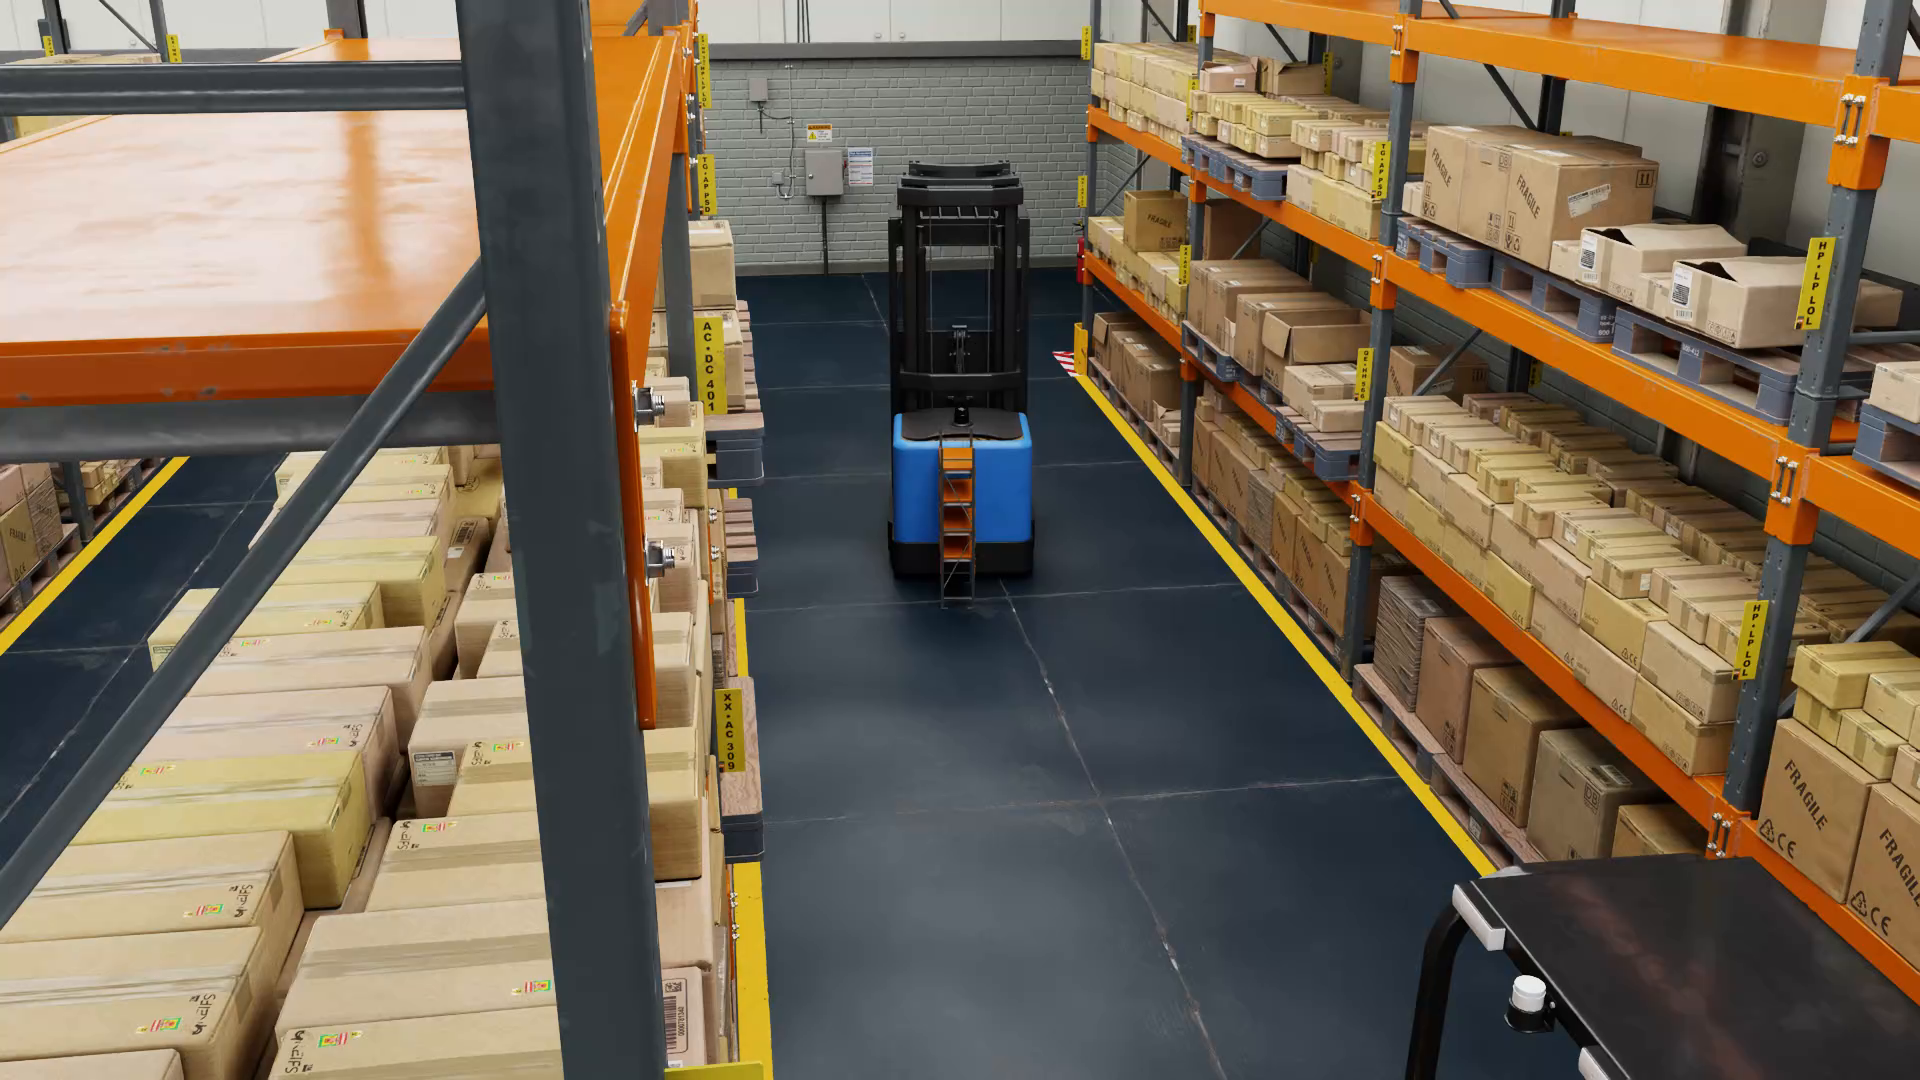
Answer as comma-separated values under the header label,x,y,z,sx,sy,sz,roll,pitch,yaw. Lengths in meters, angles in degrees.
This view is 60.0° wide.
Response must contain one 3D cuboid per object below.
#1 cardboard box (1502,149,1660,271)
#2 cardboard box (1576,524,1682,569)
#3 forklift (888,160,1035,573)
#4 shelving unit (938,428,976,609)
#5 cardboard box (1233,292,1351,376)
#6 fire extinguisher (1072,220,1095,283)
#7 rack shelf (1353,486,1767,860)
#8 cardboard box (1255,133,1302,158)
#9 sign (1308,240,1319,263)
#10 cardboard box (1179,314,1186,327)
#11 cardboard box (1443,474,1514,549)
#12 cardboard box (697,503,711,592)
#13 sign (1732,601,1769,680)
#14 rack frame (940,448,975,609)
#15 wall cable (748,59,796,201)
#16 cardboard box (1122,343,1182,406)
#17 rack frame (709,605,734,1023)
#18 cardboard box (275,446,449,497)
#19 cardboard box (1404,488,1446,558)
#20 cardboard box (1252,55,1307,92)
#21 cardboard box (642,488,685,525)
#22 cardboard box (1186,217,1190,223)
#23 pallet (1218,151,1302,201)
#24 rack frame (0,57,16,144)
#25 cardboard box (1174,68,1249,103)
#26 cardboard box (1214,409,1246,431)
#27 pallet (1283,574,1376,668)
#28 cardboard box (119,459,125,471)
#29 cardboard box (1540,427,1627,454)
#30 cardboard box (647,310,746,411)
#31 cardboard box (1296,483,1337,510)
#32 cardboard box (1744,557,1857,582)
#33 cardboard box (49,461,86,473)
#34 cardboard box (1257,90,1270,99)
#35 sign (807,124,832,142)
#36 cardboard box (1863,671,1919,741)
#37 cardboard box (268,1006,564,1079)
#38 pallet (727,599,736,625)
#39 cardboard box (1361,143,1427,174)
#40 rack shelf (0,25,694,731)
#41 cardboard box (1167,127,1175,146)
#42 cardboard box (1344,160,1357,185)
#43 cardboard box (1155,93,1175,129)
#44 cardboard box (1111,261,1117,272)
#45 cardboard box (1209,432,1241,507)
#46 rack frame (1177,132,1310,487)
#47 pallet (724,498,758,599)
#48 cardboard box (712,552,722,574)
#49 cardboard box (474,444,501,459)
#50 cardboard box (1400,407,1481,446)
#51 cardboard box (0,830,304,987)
label,x,y,z,sx,sy,sz,roll,pitch,yaw
cardboard box,2.993,-1.606,8.055,0.500,0.500,0.500,-2,21,-6
cardboard box,3.108,0.048,7.732,0.380,0.149,0.250,-3,21,-9
forklift,-0.016,-1.592,13.289,1.130,2.935,3.031,-1,20,-1
shelving unit,-0.022,-0.156,11.920,0.258,1.200,0.503,-1,20,-1
cardboard box,2.443,-1.524,12.267,0.700,0.500,0.500,-3,21,-8
fire extinguisher,1.351,-3.112,17.905,0.296,0.674,0.183,-3,21,-8
rack shelf,3.271,0.504,8.608,1.077,0.370,4.000,-3,21,-8
cardboard box,2.303,-2.787,11.720,0.380,0.149,0.250,-2,21,-7
sign,2.955,-2.482,13.920,0.100,0.325,0.005,-3,21,-8
cardboard box,2.111,-1.890,14.349,0.380,0.149,0.250,-3,21,-7
cardboard box,2.934,-0.168,8.878,0.500,0.250,0.500,-3,21,-9
cardboard box,-0.948,-0.049,4.562,0.500,0.250,0.500,-3,21,-9
sign,3.024,0.385,6.357,0.100,0.325,0.005,-3,21,-8
rack frame,-0.016,-0.071,11.692,0.240,1.200,0.015,-1,20,-1
wall cable,-2.516,-5.546,22.327,0.588,1.984,0.122,-3,21,-8
cardboard box,1.886,-1.618,16.235,0.500,0.500,0.500,-3,21,-7
rack frame,-1.352,1.111,5.954,1.000,3.000,0.127,-3,21,-8
cardboard box,-1.522,-0.152,4.267,0.380,0.149,0.250,-3,21,-8
cardboard box,2.873,-0.115,9.451,0.500,0.250,0.500,-3,21,-9
cardboard box,2.518,-3.672,13.073,0.396,0.266,0.258,-3,21,-9
cardboard box,-0.836,-0.005,3.876,0.380,0.149,0.250,-3,21,-7
cardboard box,2.159,-3.219,17.336,0.500,0.250,0.500,-2,21,-6
pallet,2.584,-2.639,11.977,1.213,0.211,1.003,-3,21,-8
rack frame,-7.389,-4.184,11.558,1.000,3.000,0.127,-3,21,-8
cardboard box,2.095,-3.781,13.841,0.500,0.250,0.500,-3,21,-8
cardboard box,2.311,-1.010,13.680,0.380,0.149,0.250,-3,21,-9
pallet,2.913,0.520,11.521,1.003,0.211,1.213,-3,21,-8
cardboard box,-7.335,-0.639,14.113,0.380,0.149,0.250,-3,21,-9
cardboard box,3.460,-0.515,9.237,0.380,0.149,0.250,-3,21,-9
cardboard box,-1.039,-0.643,5.978,0.500,0.250,0.500,-3,21,-9
cardboard box,2.604,-0.293,11.760,0.380,0.149,0.250,-2,21,-6
cardboard box,3.699,0.194,7.339,0.380,0.149,0.250,-3,21,-8
cardboard box,-7.233,-0.644,13.277,0.380,0.149,0.250,-2,21,-6
cardboard box,2.565,-3.483,13.158,0.380,0.149,0.250,-3,21,-9
sign,-1.902,-5.506,22.491,0.339,0.242,0.001,-3,21,-8
cardboard box,3.457,0.580,5.881,0.380,0.149,0.250,-3,21,-7
cardboard box,-0.624,0.702,1.983,0.380,0.149,0.250,-3,21,-8
pallet,-2.140,0.334,12.020,1.003,0.211,1.213,-3,21,-8
cardboard box,2.641,-2.291,9.994,0.380,0.149,0.250,-2,21,-6
rack shelf,-1.063,-0.668,3.177,1.077,0.370,4.000,-3,21,-8
cardboard box,2.000,-3.486,14.334,0.380,0.149,0.250,-2,21,-6
cardboard box,2.663,-2.341,10.554,0.380,0.149,0.250,-2,21,-7
cardboard box,2.004,-3.719,14.387,0.500,0.250,0.500,-4,21,-10
cardboard box,1.736,-2.784,16.743,0.380,0.149,0.250,-2,21,-6
cardboard box,2.340,-0.573,13.437,0.500,0.500,0.500,-3,21,-8
rack frame,2.406,-1.910,14.044,1.000,3.000,0.127,-3,21,-8
pallet,-1.720,0.057,9.050,1.213,0.211,1.003,-3,21,-8
cardboard box,-1.208,0.378,6.749,0.500,0.500,0.500,-3,21,-8
cardboard box,-1.559,-0.197,4.959,0.500,0.250,0.500,-3,21,-9
cardboard box,2.777,-0.659,9.622,0.380,0.149,0.250,-2,21,-7
cardboard box,-1.170,0.554,2.378,0.380,0.149,0.250,-3,21,-8
